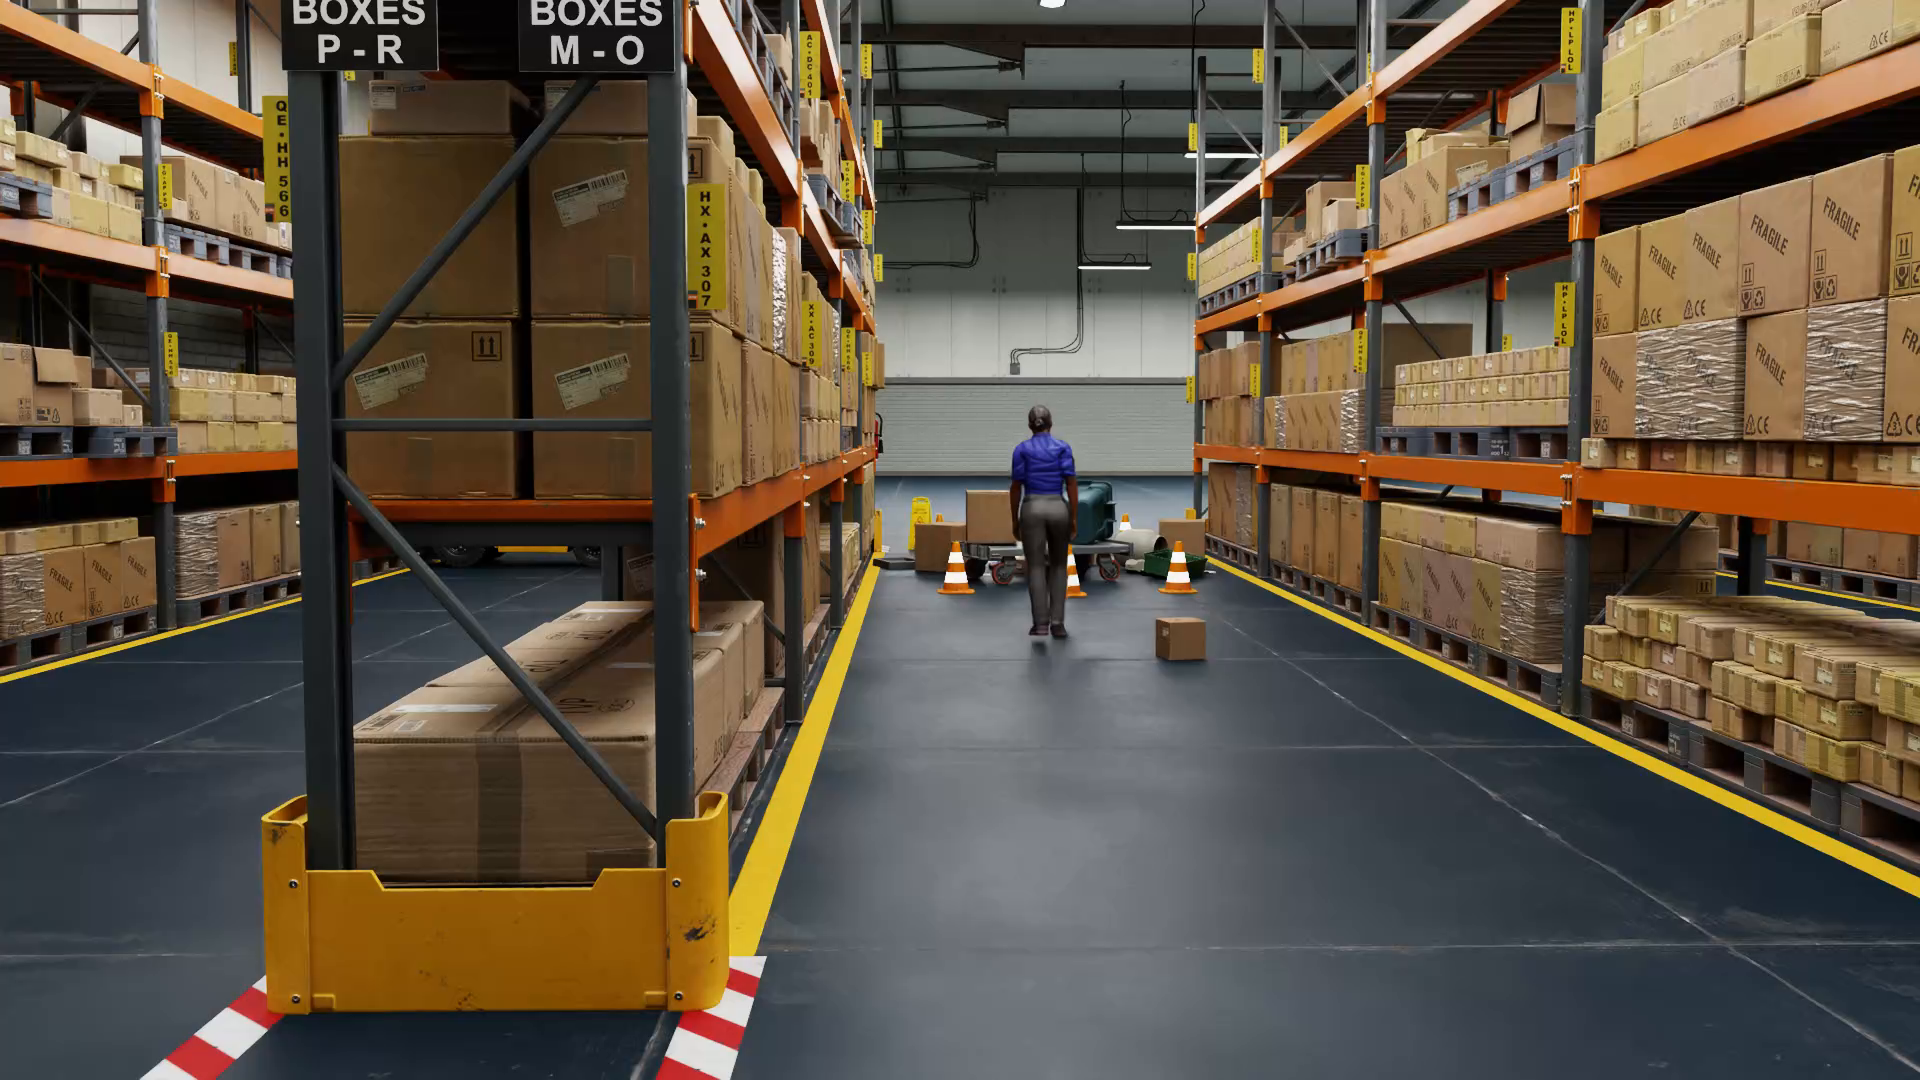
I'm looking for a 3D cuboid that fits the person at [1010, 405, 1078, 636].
[{"bbox_3d":[0.602,-0.095,11.798,0.469,1.727,0.605,0,4,-5],"label":"person"}]
